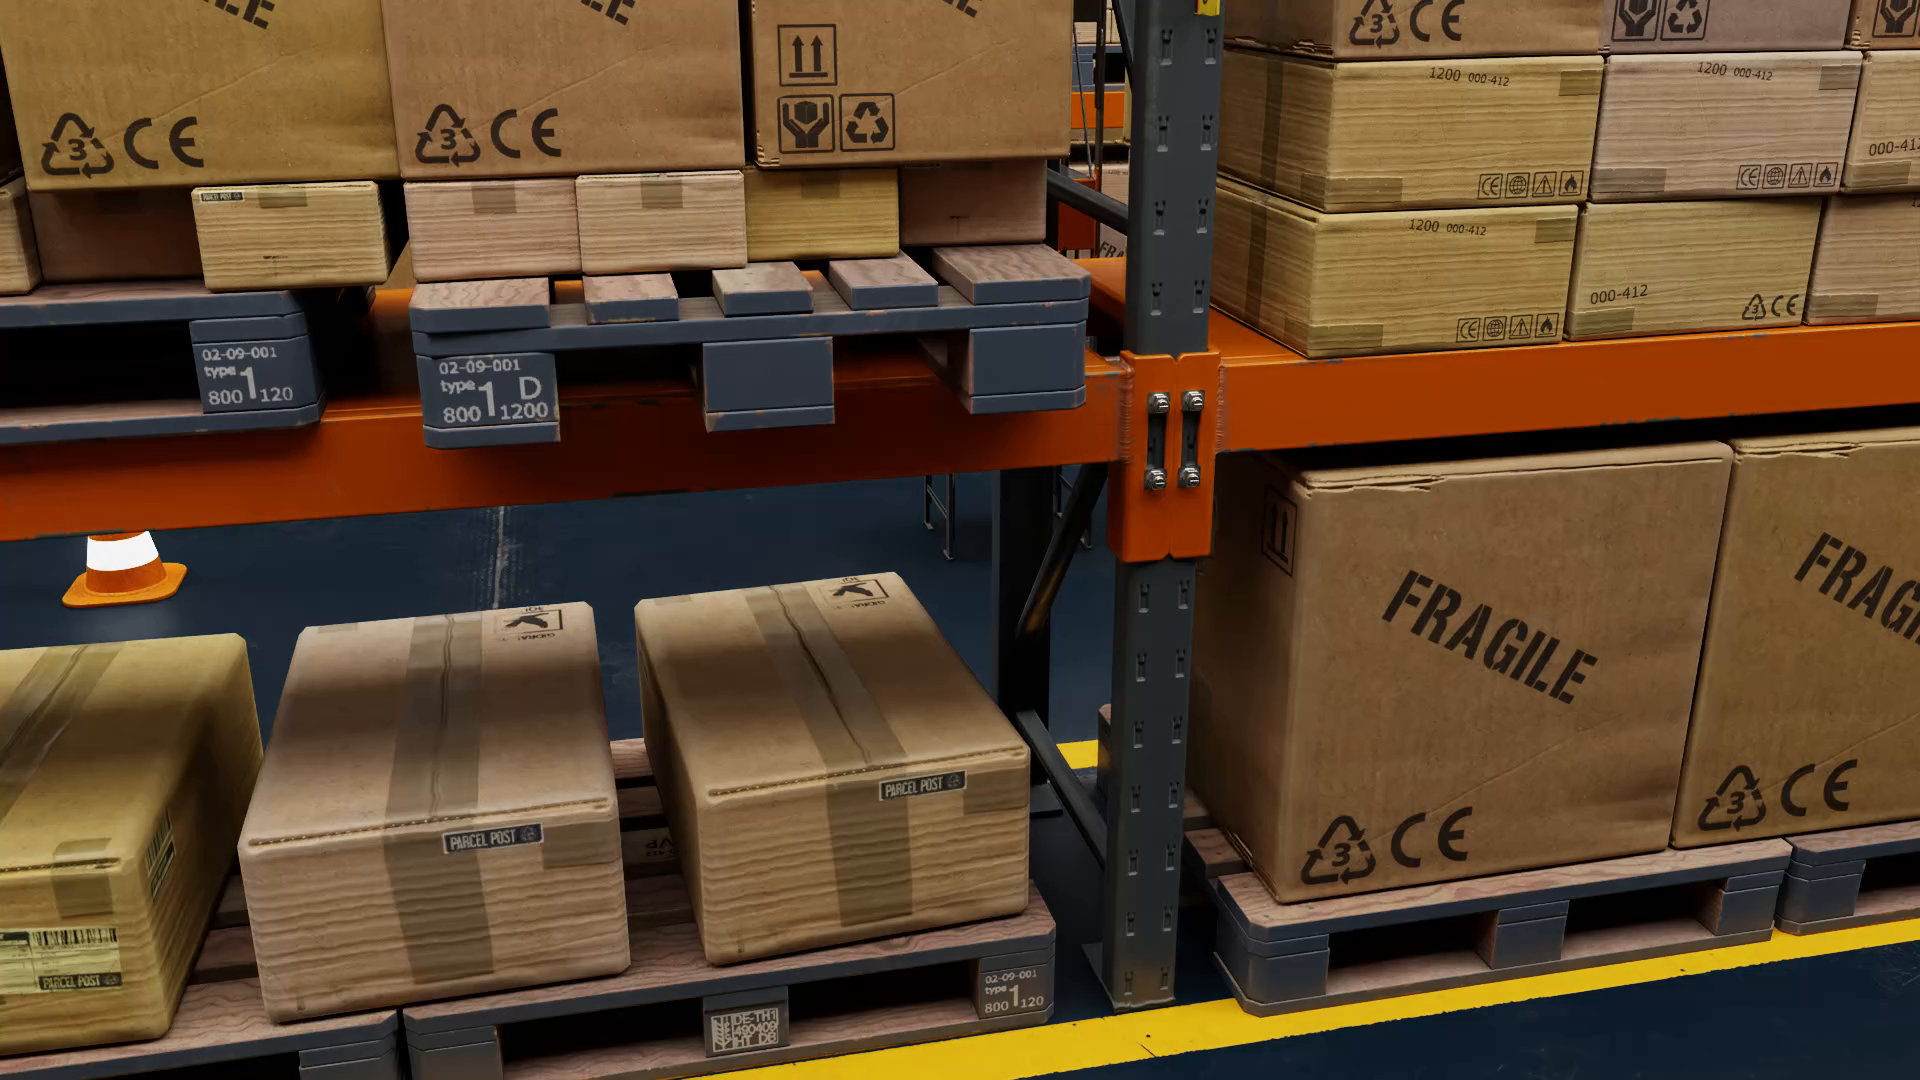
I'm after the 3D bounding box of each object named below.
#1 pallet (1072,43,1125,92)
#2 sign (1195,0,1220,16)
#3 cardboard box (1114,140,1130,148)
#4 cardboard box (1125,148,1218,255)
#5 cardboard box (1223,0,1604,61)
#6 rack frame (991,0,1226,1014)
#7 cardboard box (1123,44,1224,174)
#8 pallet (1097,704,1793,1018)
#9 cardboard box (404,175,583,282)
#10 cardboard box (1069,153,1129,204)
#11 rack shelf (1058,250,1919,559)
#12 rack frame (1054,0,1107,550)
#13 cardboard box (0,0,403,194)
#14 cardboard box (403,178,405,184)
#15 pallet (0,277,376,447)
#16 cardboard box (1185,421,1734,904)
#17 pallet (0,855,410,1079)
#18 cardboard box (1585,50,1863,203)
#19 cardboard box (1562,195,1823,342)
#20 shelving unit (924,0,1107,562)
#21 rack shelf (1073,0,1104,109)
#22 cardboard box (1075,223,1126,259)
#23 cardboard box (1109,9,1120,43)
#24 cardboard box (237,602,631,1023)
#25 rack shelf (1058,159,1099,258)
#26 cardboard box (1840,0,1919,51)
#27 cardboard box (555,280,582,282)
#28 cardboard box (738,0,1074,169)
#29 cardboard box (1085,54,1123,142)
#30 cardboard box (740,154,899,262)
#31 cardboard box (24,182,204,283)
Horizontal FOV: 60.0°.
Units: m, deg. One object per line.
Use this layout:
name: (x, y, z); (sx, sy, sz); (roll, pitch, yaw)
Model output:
pallet: (0.930, -2.377, 8.223); (1.213, 0.211, 1.003); (-5, 21, -12)
sign: (0.384, -0.974, 2.544); (0.005, 0.325, 0.100); (-5, 21, -12)
cardboard box: (1.111, -1.937, 8.676); (0.500, 0.250, 0.500); (-4, 20, -10)
cardboard box: (0.683, -0.705, 3.596); (0.500, 0.250, 0.500); (-5, 21, -14)
cardboard box: (0.786, -1.122, 2.917); (0.500, 0.500, 0.500); (-5, 21, -14)
rack frame: (0.250, -0.648, 3.223); (0.127, 3.000, 1.000); (-5, 21, -12)
cardboard box: (0.663, -0.936, 3.500); (0.500, 0.250, 0.500); (-5, 21, -13)
pallet: (1.035, 0.624, 3.804); (1.213, 0.211, 1.003); (-5, 21, -12)
cardboard box: (-0.741, -0.525, 2.642); (0.250, 0.149, 0.380); (-6, 21, -15)
cardboard box: (0.718, -1.721, 8.086); (0.500, 0.250, 0.500); (-4, 21, -12)
rack shelf: (2.196, -0.469, 3.779); (4.000, 0.370, 1.077); (-5, 21, -12)
rack frame: (0.399, -1.018, 5.542); (0.015, 2.100, 0.400); (-5, 21, -12)
cardboard box: (-1.120, -0.818, 2.499); (0.500, 0.500, 0.500); (-6, 21, -16)
cardboard box: (-0.941, -0.732, 3.206); (0.250, 0.149, 0.380); (-5, 21, -12)
pallet: (-1.667, -0.388, 2.791); (1.213, 0.211, 1.003); (-5, 21, -12)
cardboard box: (0.941, 0.125, 3.590); (0.875, 0.875, 0.875); (-5, 21, -13)
pallet: (-1.696, 0.818, 3.275); (1.213, 0.211, 1.003); (-5, 21, -12)
cardboard box: (1.303, -0.811, 3.158); (0.500, 0.250, 0.500); (-4, 21, -11)
cardboard box: (1.280, -0.579, 3.252); (0.500, 0.250, 0.500); (-5, 21, -14)
shelving unit: (0.161, -0.999, 5.489); (0.503, 2.100, 0.431); (-5, 21, -12)
rack shelf: (0.161, -1.644, 5.253); (0.480, 0.518, 0.431); (-5, 21, -12)
cardboard box: (0.747, -1.374, 8.229); (0.500, 0.500, 0.500); (-5, 21, -14)
cardboard box: (0.784, -2.450, 7.896); (0.250, 0.149, 0.380); (-4, 21, -12)
cardboard box: (-1.018, 0.491, 3.323); (0.625, 0.372, 0.950); (-5, 21, -14)
rack shelf: (0.161, -0.986, 5.494); (0.480, 0.518, 0.431); (-5, 21, -12)
cardboard box: (1.774, -1.200, 3.131); (0.500, 0.500, 0.500); (-4, 21, -11)
cardboard box: (-1.601, -1.420, 7.990); (0.750, 0.750, 1.050); (-5, 21, -13)
cardboard box: (-0.128, -0.903, 2.730); (0.500, 0.500, 0.500); (-5, 21, -14)
cardboard box: (1.244, -3.424, 13.280); (0.875, 0.875, 1.225); (-5, 21, -12)
cardboard box: (-0.259, -0.577, 2.784); (0.250, 0.149, 0.380); (-4, 21, -12)
cardboard box: (-1.279, -0.521, 2.630); (0.250, 0.149, 0.380); (-4, 21, -12)
